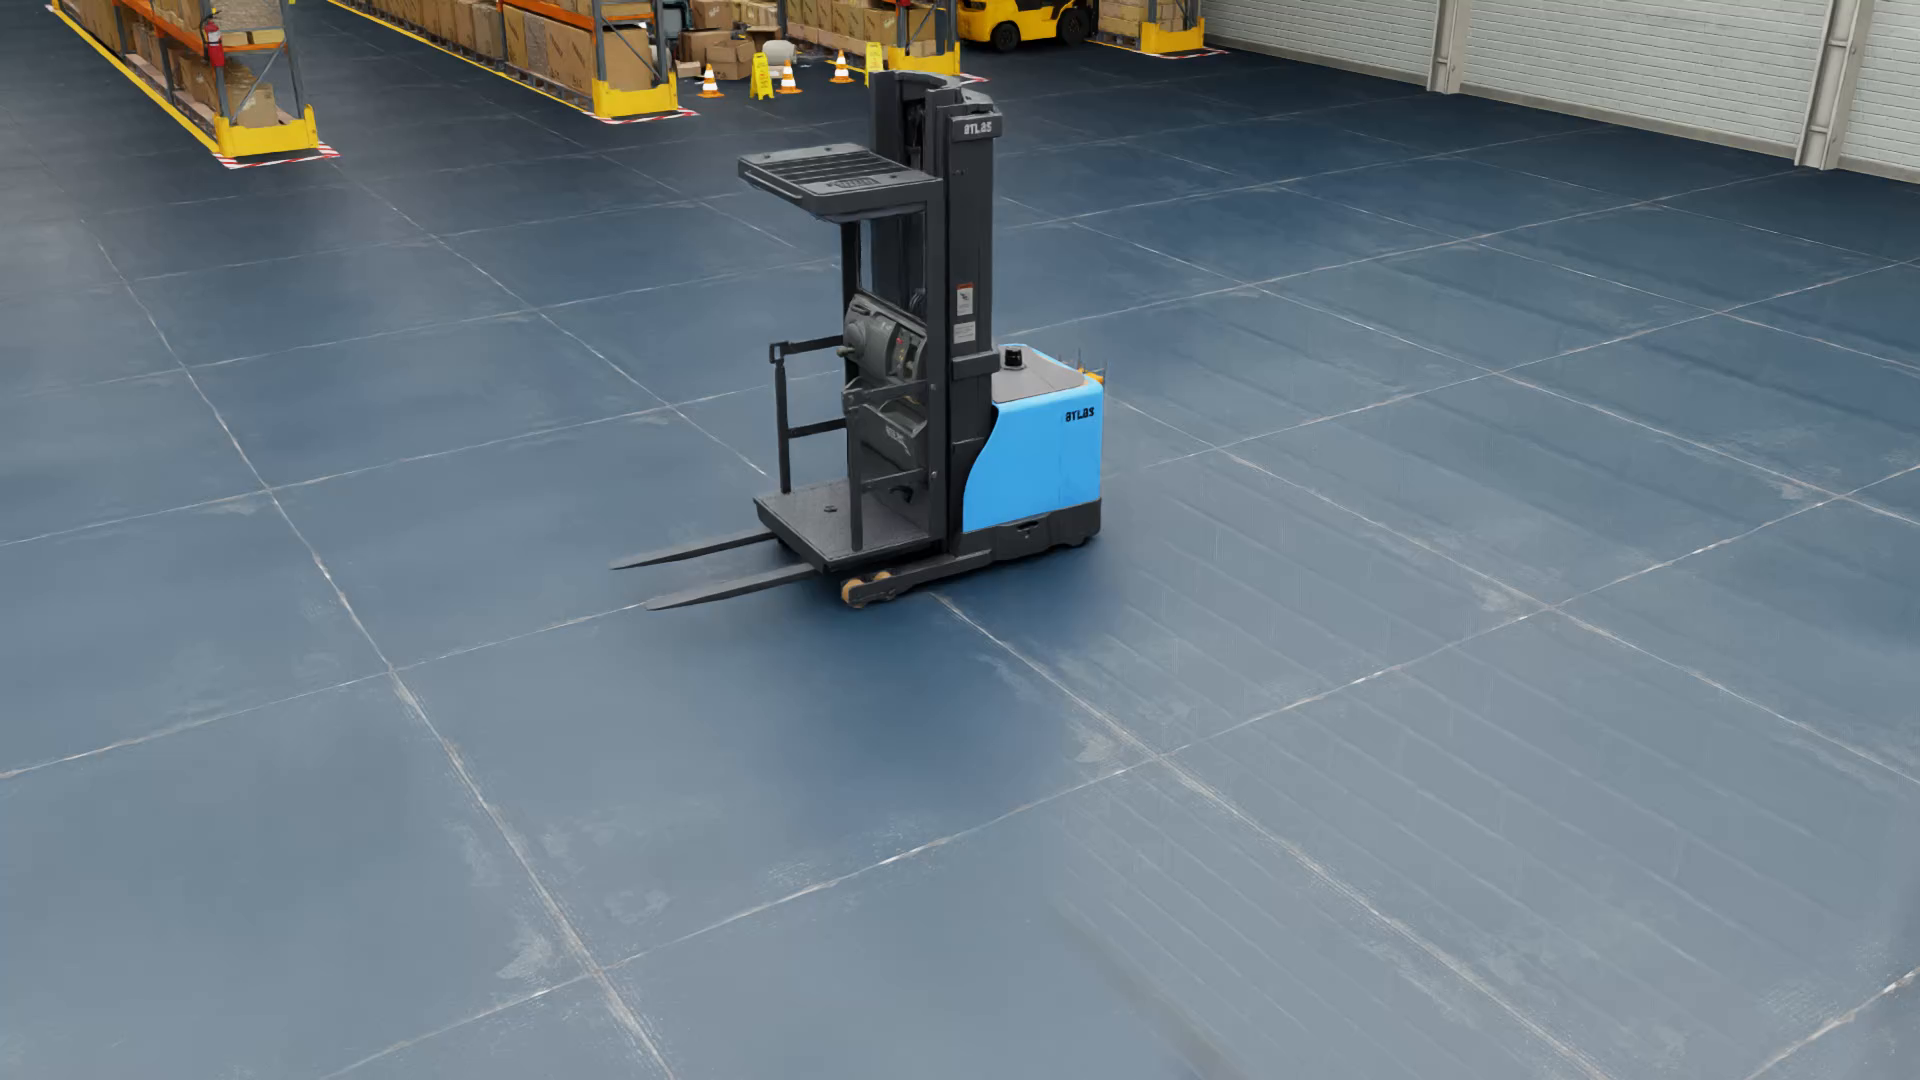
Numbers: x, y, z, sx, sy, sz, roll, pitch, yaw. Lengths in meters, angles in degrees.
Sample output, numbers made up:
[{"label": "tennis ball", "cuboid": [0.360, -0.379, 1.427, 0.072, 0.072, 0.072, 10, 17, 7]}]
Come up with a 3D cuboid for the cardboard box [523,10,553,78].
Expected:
[{"label": "cardboard box", "cuboid": [-6.016, -7.555, 25.237, 0.875, 0.875, 0.875, -15, 29, -29]}]

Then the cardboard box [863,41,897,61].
[{"label": "cardboard box", "cuboid": [-1.200, -7.829, 26.550, 0.500, 0.250, 0.500, -16, 29, -30]}]

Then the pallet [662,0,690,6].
[{"label": "pallet", "cuboid": [-5.254, -10.547, 32.846, 1.003, 0.211, 1.213, -16, 29, -30]}]

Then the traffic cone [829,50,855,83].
[{"label": "traffic cone", "cuboid": [-1.835, -7.353, 25.785, 0.336, 0.463, 0.334, -16, 29, -30]}]

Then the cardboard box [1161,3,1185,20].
[{"label": "cardboard box", "cuboid": [3.554, -9.195, 28.857, 0.500, 0.250, 0.500, -15, 29, -29]}]

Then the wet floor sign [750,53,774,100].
[{"label": "wet floor sign", "cuboid": [-2.937, -6.844, 24.492, 0.267, 0.644, 0.232, -22, 33, -38]}]

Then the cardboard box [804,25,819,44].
[{"label": "cardboard box", "cuboid": [-2.307, -8.562, 28.103, 0.500, 0.250, 0.500, -14, 29, -27]}]

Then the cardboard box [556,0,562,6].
[{"label": "cardboard box", "cuboid": [-5.371, -8.069, 24.153, 0.875, 0.550, 0.550, -16, 29, -30]}]

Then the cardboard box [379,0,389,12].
[{"label": "cardboard box", "cuboid": [-10.691, -10.294, 31.479, 0.500, 0.500, 0.500, -14, 29, -27]}]

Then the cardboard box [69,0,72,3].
[{"label": "cardboard box", "cuboid": [-17.141, -11.080, 32.703, 0.875, 0.875, 0.875, -16, 29, -30]}]

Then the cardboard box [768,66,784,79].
[{"label": "cardboard box", "cuboid": [-2.927, -7.356, 26.158, 0.380, 0.149, 0.250, -1, 25, -3]}]

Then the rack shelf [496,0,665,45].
[{"label": "rack shelf", "cuboid": [-5.704, -7.848, 24.703, 1.077, 0.370, 4.000, -16, 29, -30]}]

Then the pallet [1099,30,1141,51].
[{"label": "pallet", "cuboid": [3.185, -8.808, 29.162, 1.003, 0.211, 1.213, -16, 29, -30]}]

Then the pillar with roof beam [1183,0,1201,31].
[{"label": "pillar with roof beam", "cuboid": [0.405, -11.974, 25.574, 9.100, 9.000, 0.400, -16, 29, -30]}]

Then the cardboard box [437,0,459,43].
[{"label": "cardboard box", "cuboid": [-8.242, -8.941, 28.320, 1.050, 0.750, 0.750, -15, 29, -29]}]

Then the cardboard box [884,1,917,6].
[{"label": "cardboard box", "cuboid": [-1.031, -8.480, 27.051, 0.500, 0.500, 0.500, -17, 30, -31]}]

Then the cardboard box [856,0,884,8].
[{"label": "cardboard box", "cuboid": [-1.432, -8.568, 26.476, 0.380, 0.149, 0.250, -15, 29, -28]}]

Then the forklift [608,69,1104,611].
[{"label": "forklift", "cuboid": [-0.626, -1.179, 9.814, 3.031, 2.935, 1.130, -14, 29, -27]}]

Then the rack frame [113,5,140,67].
[{"label": "rack frame", "cuboid": [-13.190, -9.199, 26.724, 1.000, 3.000, 0.127, -16, 29, -30]}]

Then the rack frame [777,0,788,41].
[{"label": "rack frame", "cuboid": [-2.703, -10.078, 28.585, 1.000, 3.000, 0.127, -16, 29, -30]}]

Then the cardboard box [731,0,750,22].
[{"label": "cardboard box", "cuboid": [-3.768, -9.771, 30.522, 0.950, 0.372, 0.625, -14, 29, -28]}]

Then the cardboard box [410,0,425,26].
[{"label": "cardboard box", "cuboid": [-9.557, -9.553, 29.909, 0.500, 0.500, 0.500, -16, 29, -30]}]

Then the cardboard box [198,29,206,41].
[{"label": "cardboard box", "cuboid": [-9.467, -6.445, 21.184, 0.380, 0.149, 0.250, -16, 29, -30]}]

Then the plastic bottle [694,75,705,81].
[{"label": "plastic bottle", "cuboid": [-4.053, -7.219, 25.970, 0.283, 0.061, 0.133, 18, 31, 33]}]

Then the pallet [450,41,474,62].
[{"label": "pallet", "cuboid": [-7.950, -8.323, 28.133, 1.003, 0.211, 1.213, -16, 29, -30]}]

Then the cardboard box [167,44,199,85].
[{"label": "cardboard box", "cuboid": [-11.324, -7.062, 24.608, 0.700, 0.500, 0.500, -18, 31, -33]}]

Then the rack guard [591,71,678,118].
[{"label": "rack guard", "cuboid": [-4.599, -6.319, 23.550, 1.175, 0.500, 0.348, -16, 29, -30]}]

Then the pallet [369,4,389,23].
[{"label": "pallet", "cuboid": [-10.736, -10.211, 32.132, 1.003, 0.211, 1.213, -16, 29, -30]}]

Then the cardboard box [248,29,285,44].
[{"label": "cardboard box", "cuboid": [-8.779, -6.382, 21.049, 0.380, 0.149, 0.250, -16, 29, -30]}]

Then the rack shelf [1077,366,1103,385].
[{"label": "rack shelf", "cuboid": [0.789, -0.973, 10.930, 0.215, 0.259, 0.240, -16, 30, -36]}]

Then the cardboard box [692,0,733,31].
[{"label": "cardboard box", "cuboid": [-4.178, -8.865, 28.056, 0.500, 0.500, 0.500, -16, 29, -30]}]

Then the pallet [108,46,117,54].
[{"label": "pallet", "cuboid": [-14.219, -8.674, 28.877, 1.003, 0.211, 1.213, -16, 29, -30]}]

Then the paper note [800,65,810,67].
[{"label": "paper note", "cuboid": [-2.513, -7.724, 27.076, 0.148, 0.019, 0.142, 18, 31, 33]}]

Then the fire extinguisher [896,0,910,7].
[{"label": "fire extinguisher", "cuboid": [-0.843, -8.464, 25.257, 0.296, 0.674, 0.183, -16, 29, -30]}]

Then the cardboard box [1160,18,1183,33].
[{"label": "cardboard box", "cuboid": [3.533, -8.973, 28.974, 0.500, 0.250, 0.500, -15, 29, -29]}]

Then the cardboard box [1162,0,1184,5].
[{"label": "cardboard box", "cuboid": [3.533, -9.420, 28.749, 0.500, 0.250, 0.500, -16, 30, -30]}]

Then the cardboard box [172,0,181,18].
[{"label": "cardboard box", "cuboid": [-9.973, -7.242, 22.112, 0.875, 0.500, 0.500, -16, 29, -30]}]

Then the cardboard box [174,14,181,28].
[{"label": "cardboard box", "cuboid": [-10.311, -6.975, 22.305, 0.380, 0.149, 0.250, -16, 29, -30]}]

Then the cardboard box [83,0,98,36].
[{"label": "cardboard box", "cuboid": [-14.519, -9.316, 28.967, 1.225, 0.875, 0.875, -17, 30, -31]}]

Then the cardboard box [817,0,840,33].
[{"label": "cardboard box", "cuboid": [-2.024, -8.715, 27.548, 0.500, 0.500, 0.500, -14, 29, -27]}]

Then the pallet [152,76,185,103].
[{"label": "pallet", "cuboid": [-11.433, -6.786, 24.877, 1.003, 0.211, 1.213, -16, 29, -30]}]

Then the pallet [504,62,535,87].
[{"label": "pallet", "cuboid": [-6.446, -7.337, 26.045, 1.003, 0.211, 1.213, -16, 29, -30]}]

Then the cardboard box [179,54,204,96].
[{"label": "cardboard box", "cuboid": [-10.822, -6.676, 23.814, 0.500, 0.500, 0.500, -17, 30, -31]}]

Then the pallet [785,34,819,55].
[{"label": "pallet", "cuboid": [-2.307, -8.585, 28.689, 1.003, 0.211, 1.213, -16, 29, -30]}]

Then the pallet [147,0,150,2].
[{"label": "pallet", "cuboid": [-11.302, -7.989, 24.385, 1.003, 0.211, 1.213, -16, 29, -30]}]

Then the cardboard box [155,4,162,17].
[{"label": "cardboard box", "cuboid": [-11.015, -7.416, 23.239, 0.380, 0.149, 0.250, -16, 29, -30]}]

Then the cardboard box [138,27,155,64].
[{"label": "cardboard box", "cuboid": [-12.494, -7.838, 26.252, 0.700, 0.500, 0.500, -18, 31, -34]}]

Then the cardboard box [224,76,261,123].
[{"label": "cardboard box", "cuboid": [-9.505, -5.831, 22.024, 0.500, 0.500, 0.500, -8, 26, -16]}]

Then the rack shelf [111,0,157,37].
[{"label": "rack shelf", "cuboid": [-12.098, -8.159, 25.362, 1.077, 0.370, 4.000, -16, 29, -30]}]

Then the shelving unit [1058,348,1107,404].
[{"label": "shelving unit", "cuboid": [0.779, -0.723, 11.039, 0.215, 1.050, 0.252, -16, 30, -36]}]
